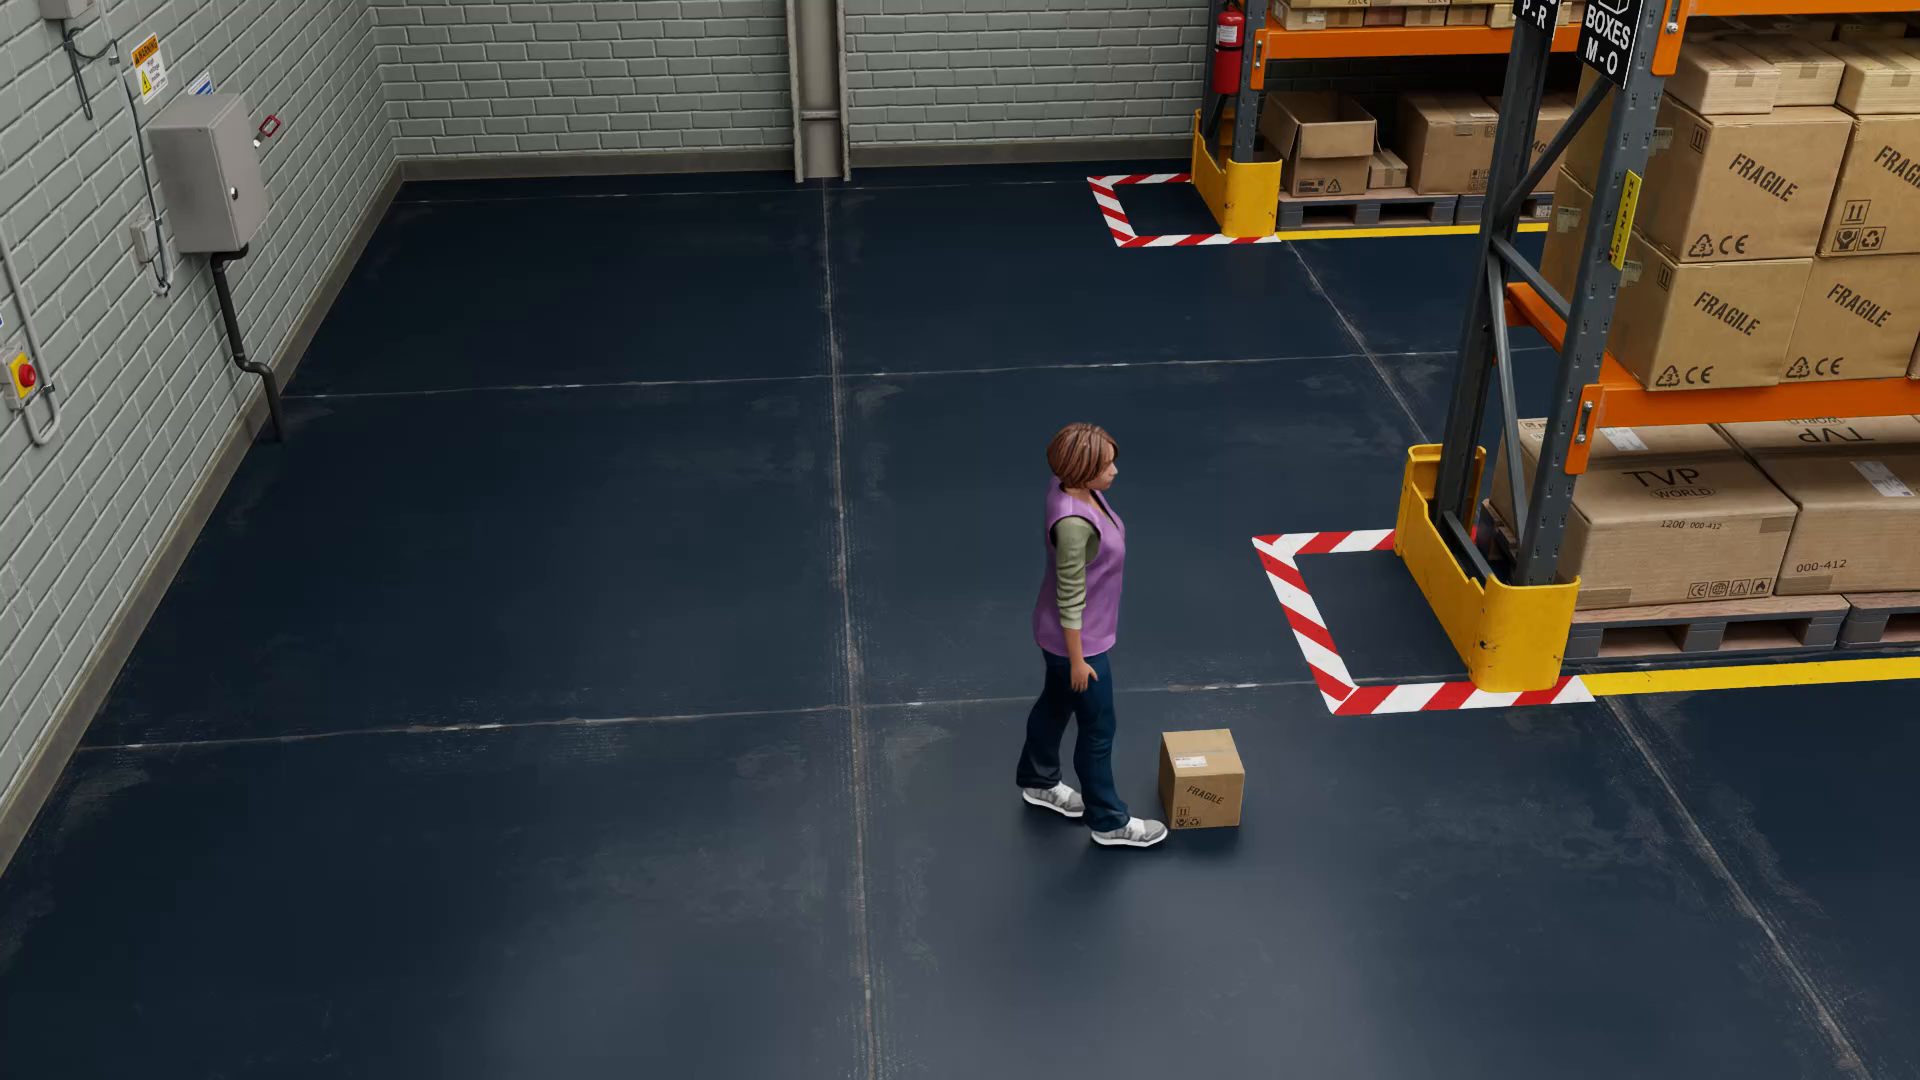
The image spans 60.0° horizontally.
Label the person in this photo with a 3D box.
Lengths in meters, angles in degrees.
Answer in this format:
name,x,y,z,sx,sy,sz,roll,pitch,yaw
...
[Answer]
name,x,y,z,sx,sy,sz,roll,pitch,yaw
person,0.471,0.322,5.623,0.545,1.579,0.418,2,32,3
